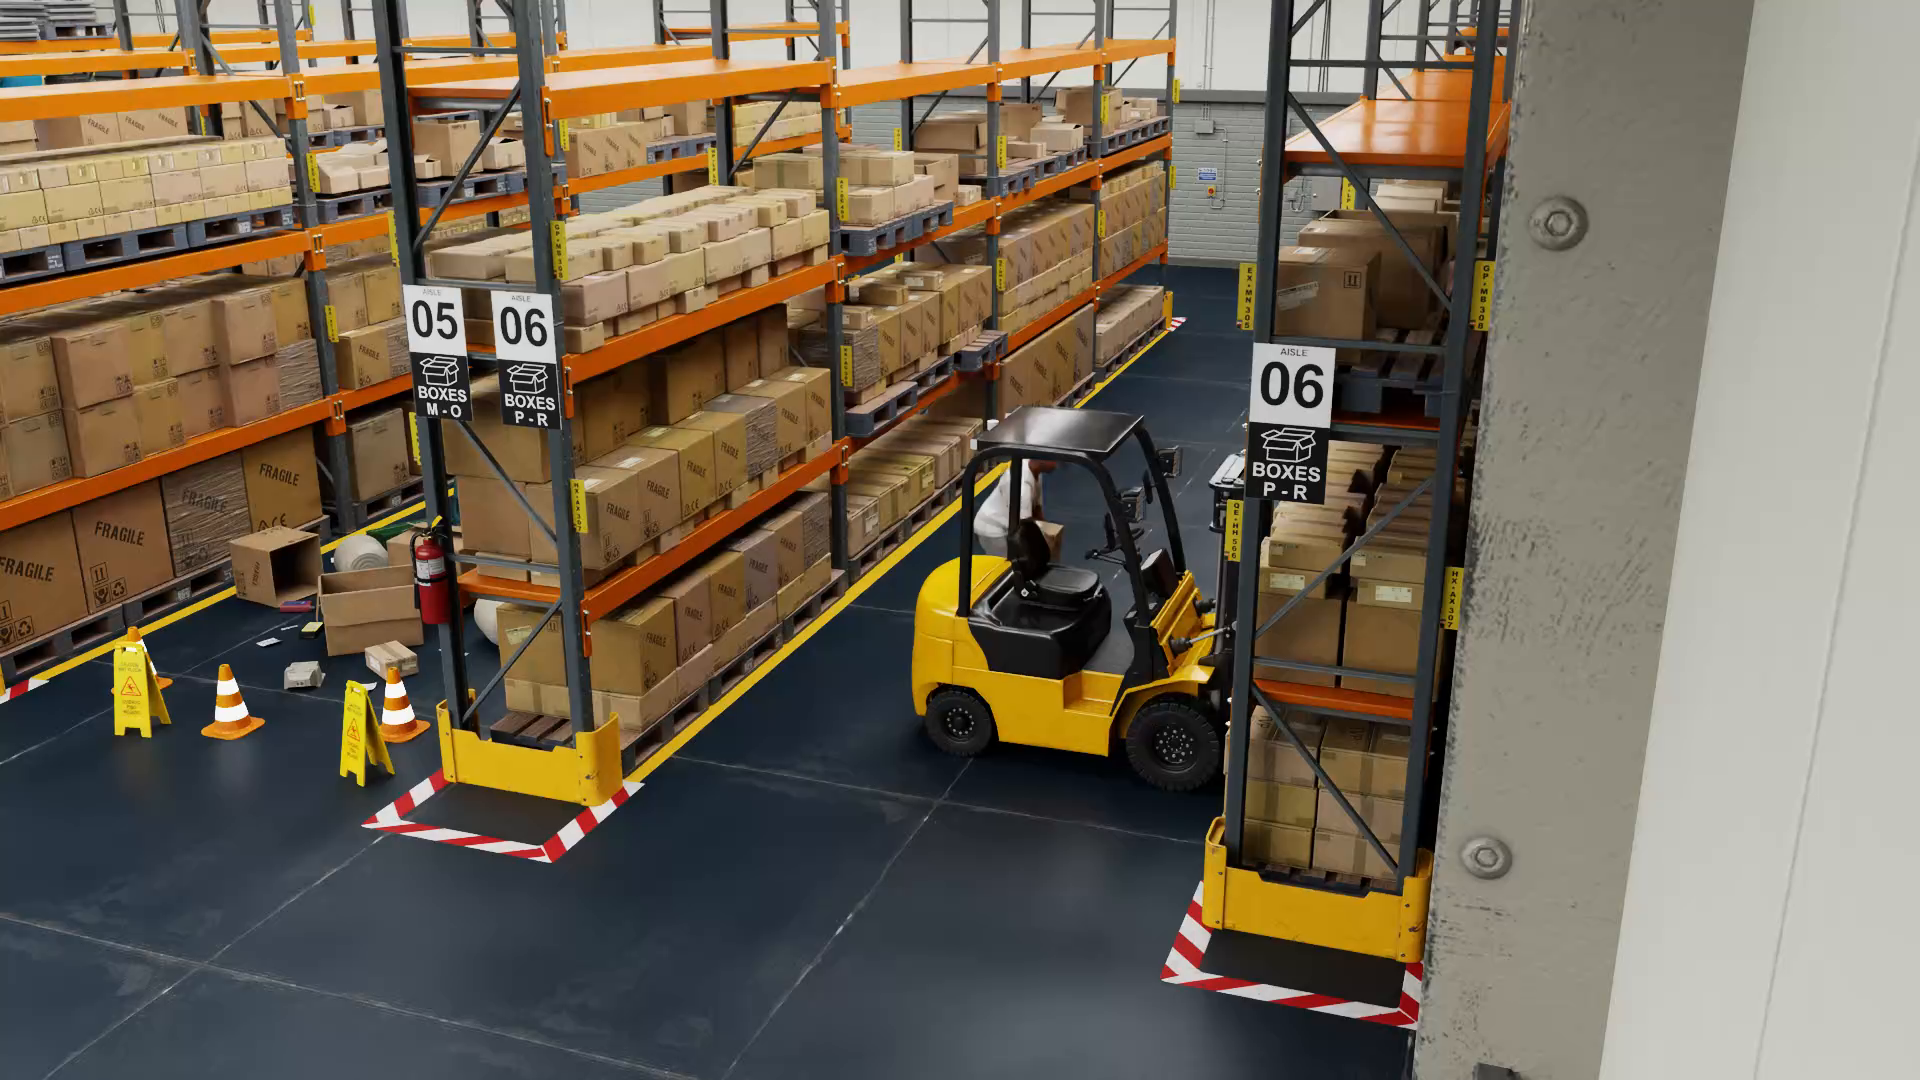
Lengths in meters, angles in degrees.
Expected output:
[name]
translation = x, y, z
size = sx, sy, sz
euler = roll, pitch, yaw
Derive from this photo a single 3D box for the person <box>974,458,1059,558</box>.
[person]
translation = 0.466, -0.021, 12.756
size = 0.695, 1.656, 0.483
euler = 6, 19, 17
